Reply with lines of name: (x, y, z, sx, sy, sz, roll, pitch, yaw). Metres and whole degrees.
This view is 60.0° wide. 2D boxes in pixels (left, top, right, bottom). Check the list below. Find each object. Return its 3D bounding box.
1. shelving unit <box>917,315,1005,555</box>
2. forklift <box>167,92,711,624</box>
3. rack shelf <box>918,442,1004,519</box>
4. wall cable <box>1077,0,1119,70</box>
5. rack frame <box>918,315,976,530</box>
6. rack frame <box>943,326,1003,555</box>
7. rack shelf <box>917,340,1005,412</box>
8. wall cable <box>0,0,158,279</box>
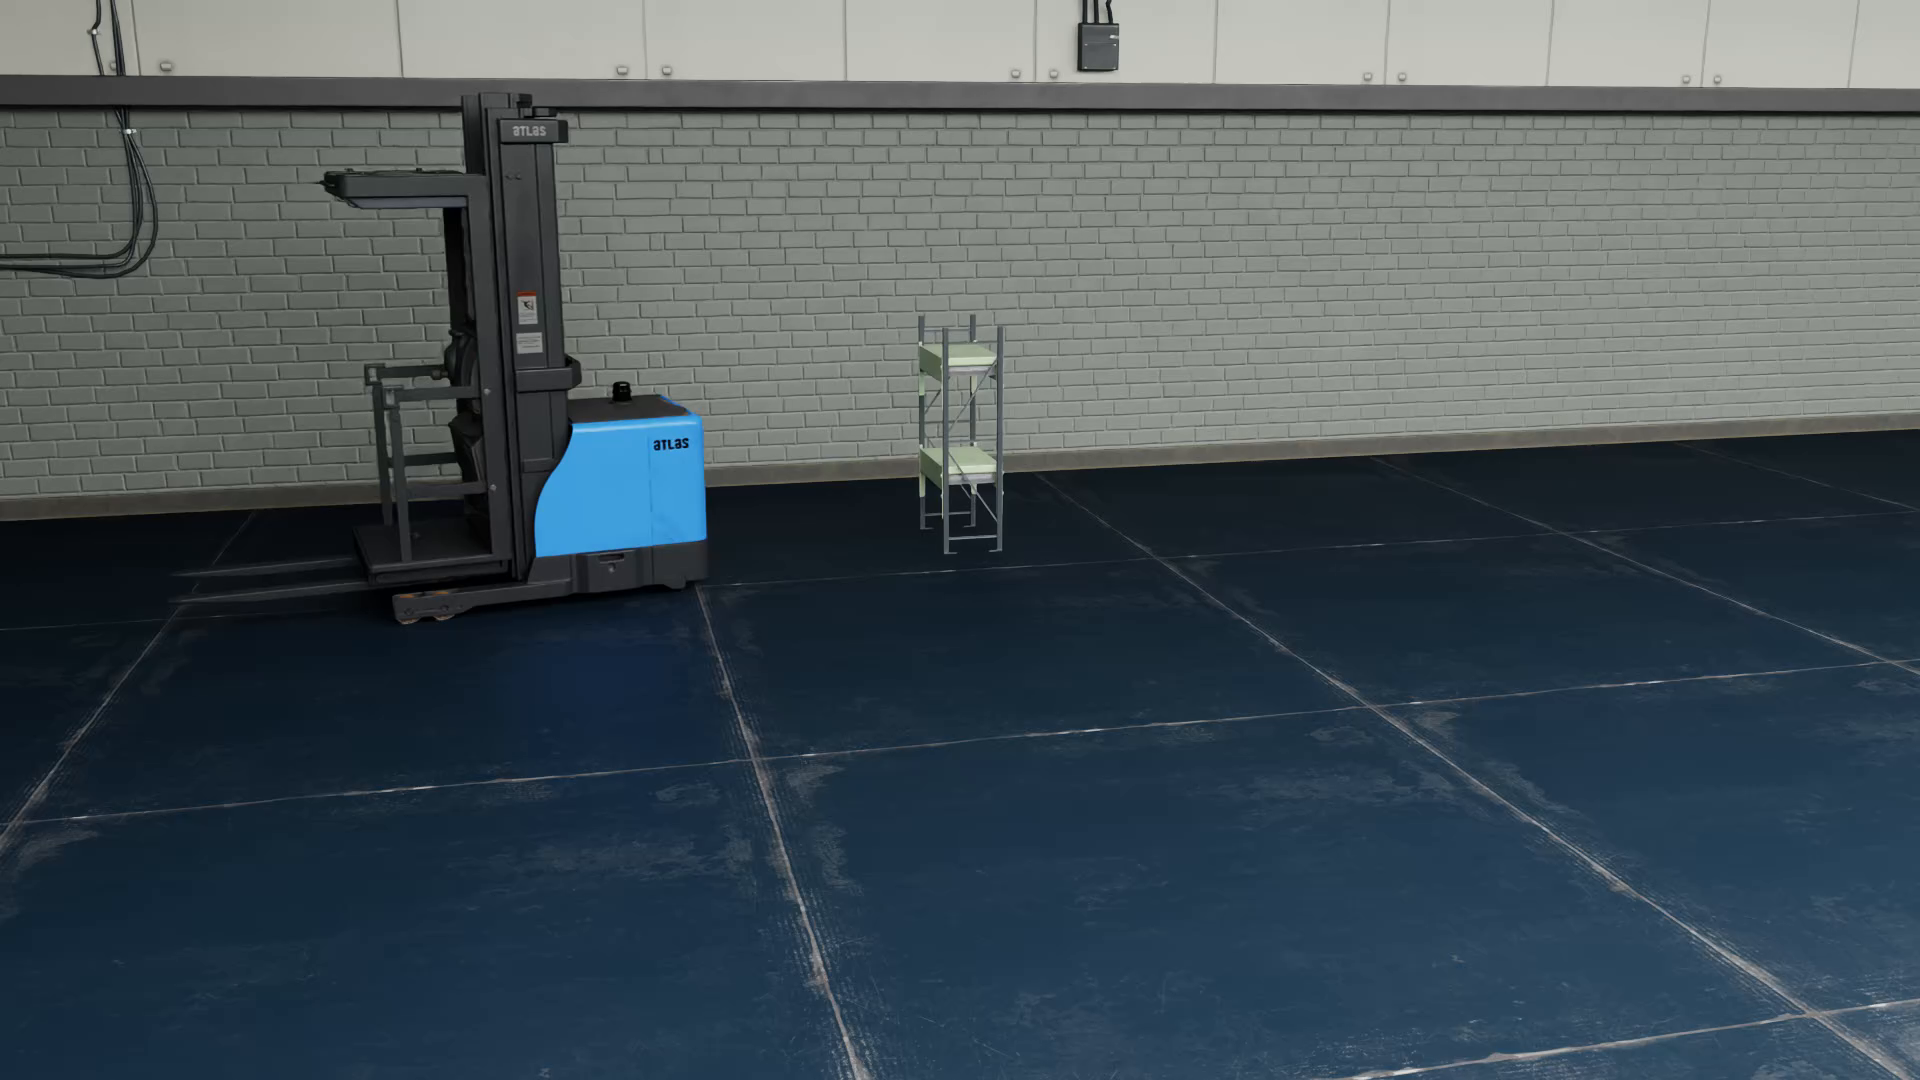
shelving unit: (-0.002, -0.730, 11.255, 0.431, 1.500, 0.755, -3, 14, -13)
forklift: (-3.095, -1.087, 9.700, 3.031, 2.935, 1.130, -6, 15, -23)
rack shelf: (-0.002, -0.413, 11.333, 0.431, 0.370, 0.720, -3, 14, -13)
wall cable: (2.061, -6.663, 12.571, 2.305, 6.003, 0.169, -3, 14, -13)
rack frame: (-0.088, -0.815, 11.601, 0.400, 1.500, 0.023, -3, 14, -13)
rack frame: (0.084, -0.646, 10.910, 0.400, 1.500, 0.023, -3, 14, -13)
rack shelf: (-0.002, -1.109, 11.163, 0.431, 0.370, 0.720, -3, 14, -13)
wall cable: (-7.171, -2.977, 11.192, 3.097, 2.526, 0.112, -3, 14, -13)
